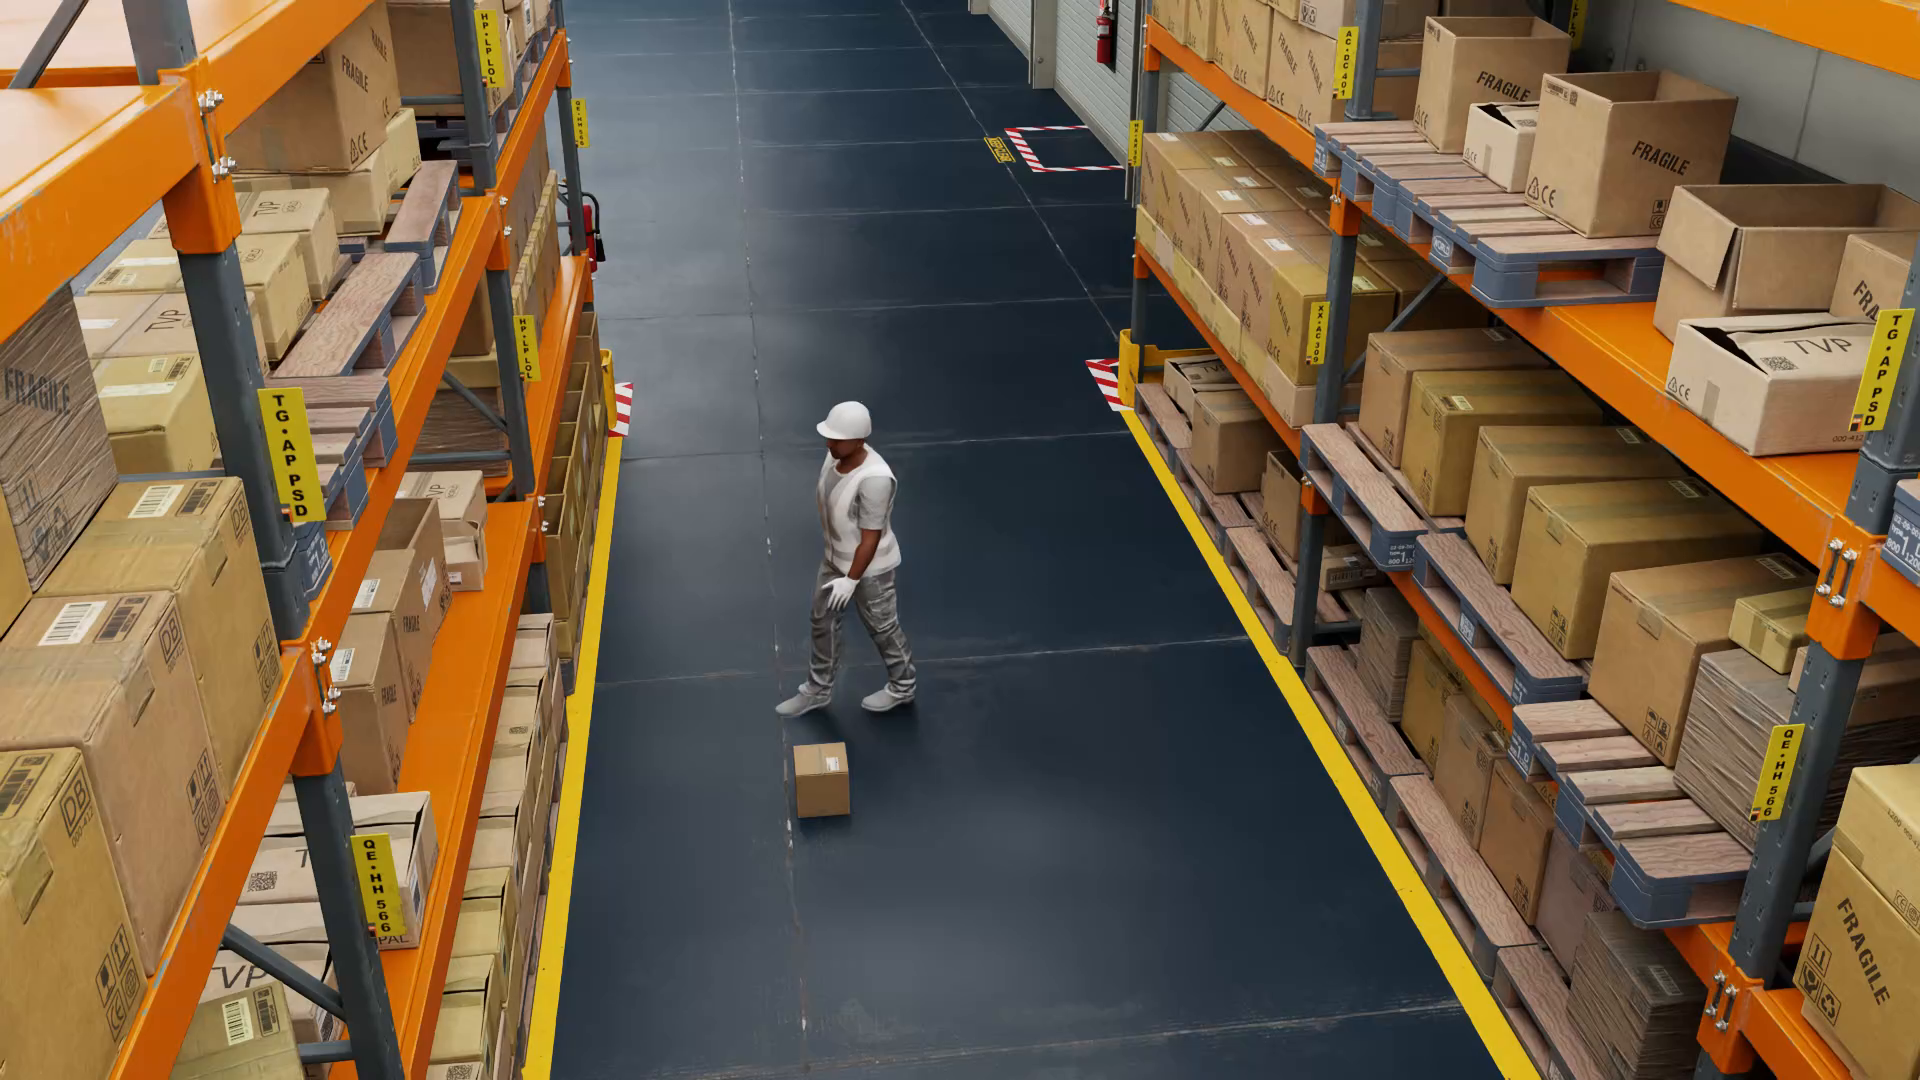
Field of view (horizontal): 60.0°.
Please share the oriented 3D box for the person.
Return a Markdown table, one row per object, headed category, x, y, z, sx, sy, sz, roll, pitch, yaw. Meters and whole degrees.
| category | x | y | z | sx | sy | sz | roll | pitch | yaw |
| --- | --- | --- | --- | --- | --- | --- | --- | --- | --- |
| person | -0.622 | 0.134 | 8.304 | 0.810 | 1.756 | 0.590 | -16 | 31 | -29 |
